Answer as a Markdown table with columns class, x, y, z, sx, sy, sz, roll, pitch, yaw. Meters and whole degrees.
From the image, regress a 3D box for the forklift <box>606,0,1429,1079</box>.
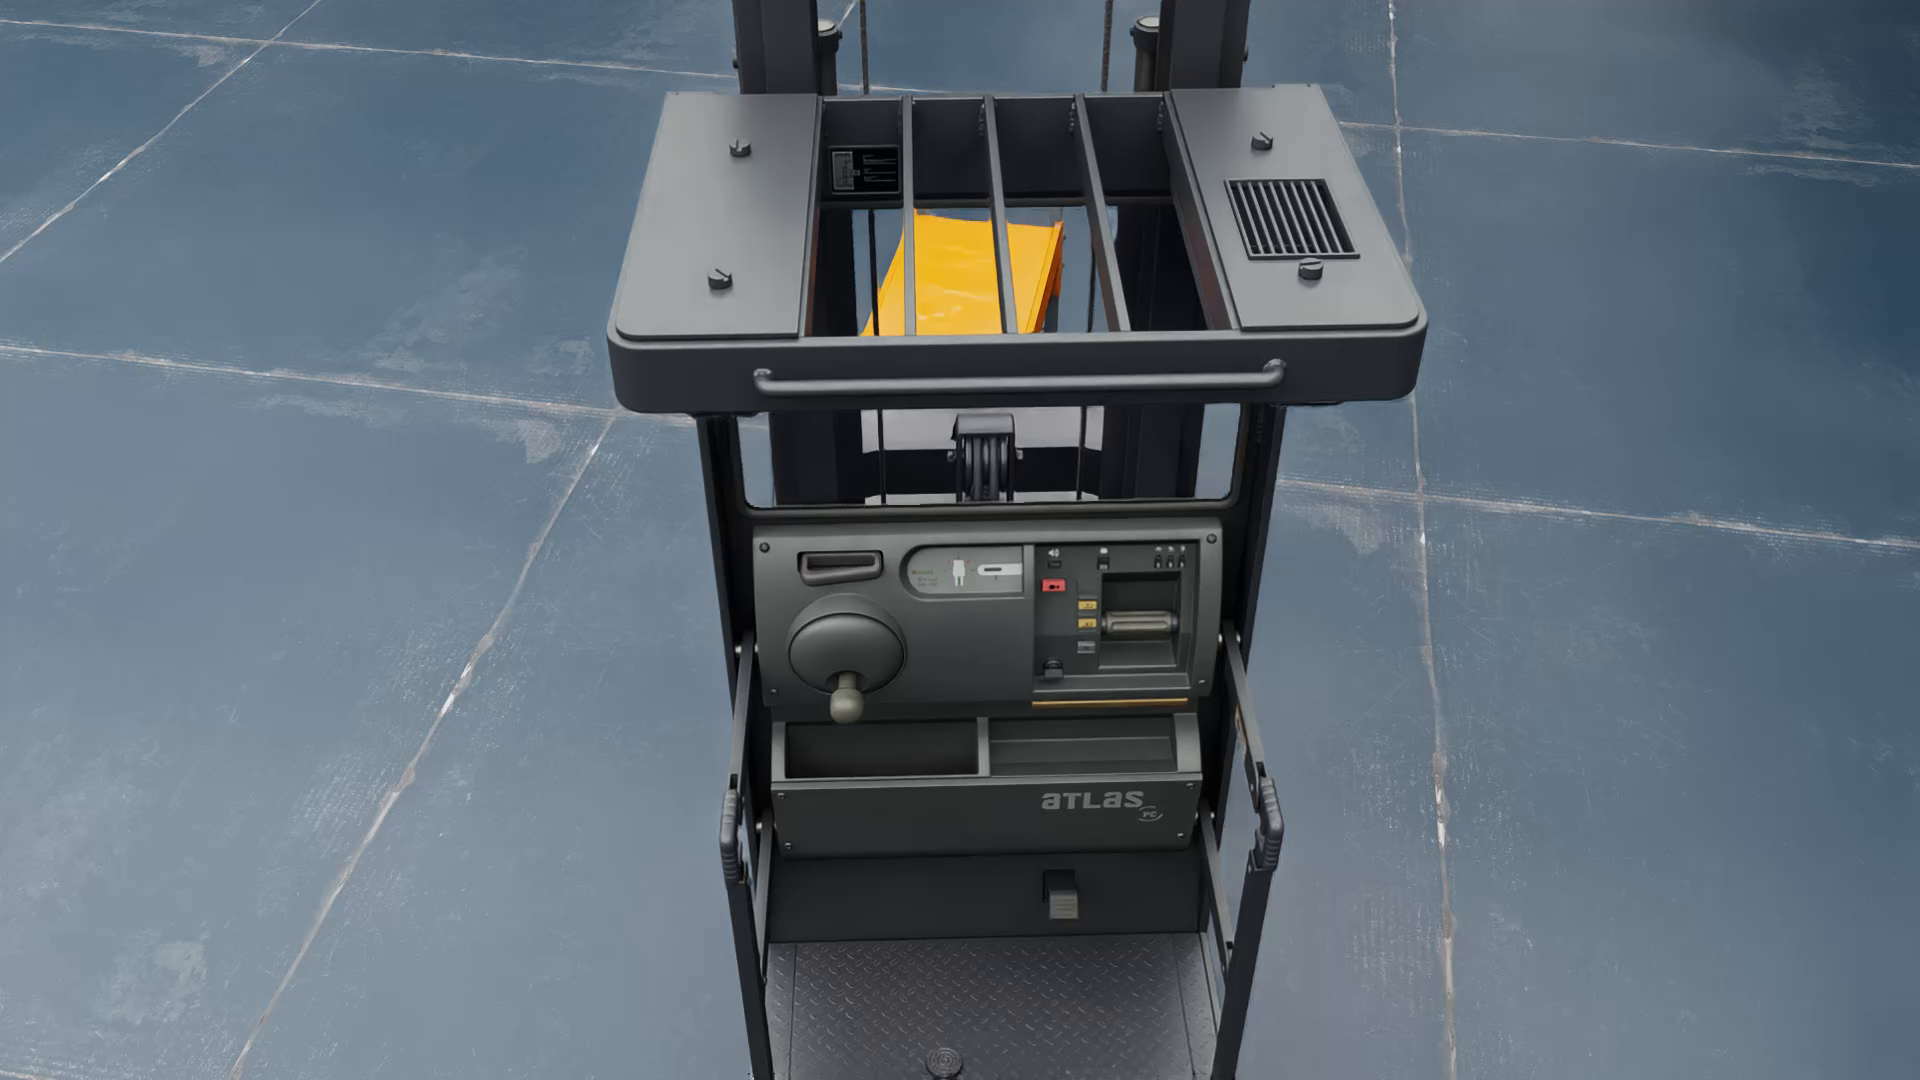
| class | x | y | z | sx | sy | sz | roll | pitch | yaw |
| --- | --- | --- | --- | --- | --- | --- | --- | --- | --- |
| forklift | 0.066 | 0.238 | 3.162 | 1.130 | 2.935 | 3.031 | -1 | 40 | -1 |

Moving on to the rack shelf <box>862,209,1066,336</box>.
| class | x | y | z | sx | sy | sz | roll | pitch | yaw |
| --- | --- | --- | --- | --- | --- | --- | --- | --- | --- |
| rack shelf | 0.001 | -0.663 | 5.210 | 0.538 | 0.278 | 1.000 | 6 | 40 | 8 |

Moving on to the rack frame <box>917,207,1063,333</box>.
| class | x | y | z | sx | sy | sz | roll | pitch | yaw |
| --- | --- | --- | --- | --- | --- | --- | --- | --- | --- |
| rack frame | 0.089 | -0.757 | 5.783 | 0.500 | 1.125 | 0.032 | 6 | 40 | 8 |

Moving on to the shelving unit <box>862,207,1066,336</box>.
| class | x | y | z | sx | sy | sz | roll | pitch | yaw |
| --- | --- | --- | --- | --- | --- | --- | --- | --- | --- |
| shelving unit | 0.001 | -0.438 | 5.397 | 0.538 | 1.125 | 1.048 | 6 | 40 | 8 |
